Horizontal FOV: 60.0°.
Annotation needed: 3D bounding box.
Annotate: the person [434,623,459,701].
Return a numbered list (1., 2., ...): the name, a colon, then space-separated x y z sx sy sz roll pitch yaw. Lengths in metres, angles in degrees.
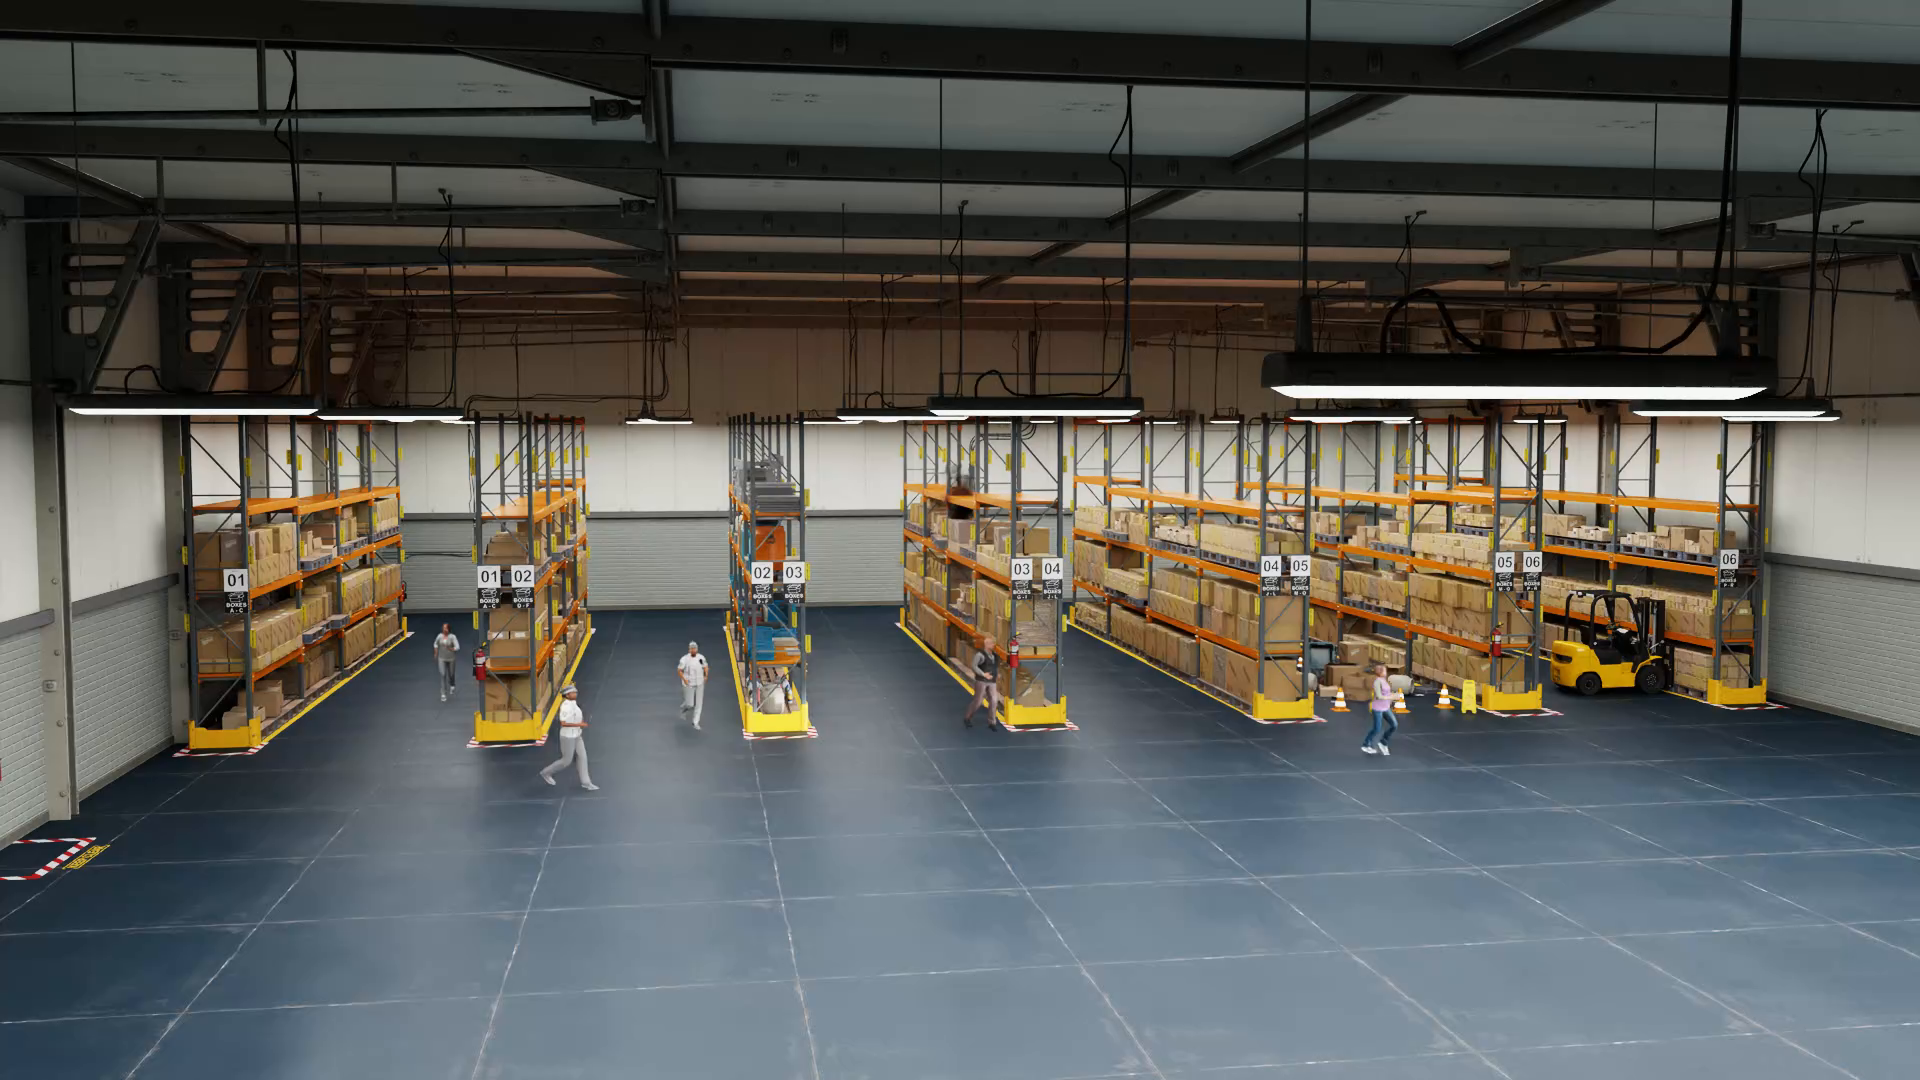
1. person: -10.784 2.579 34.923 0.537 1.488 0.881 -1 4 -12

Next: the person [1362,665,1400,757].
1. person: 7.317 2.960 28.862 0.672 1.611 0.508 3 5 39

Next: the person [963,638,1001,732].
1. person: 0.518 2.713 31.438 0.713 1.721 0.873 -3 5 -39

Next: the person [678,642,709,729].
1. person: -5.088 2.761 31.771 0.607 1.650 0.641 -2 4 -23

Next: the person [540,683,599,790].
1. person: -6.136 3.094 26.119 0.920 1.694 0.582 1 4 8
